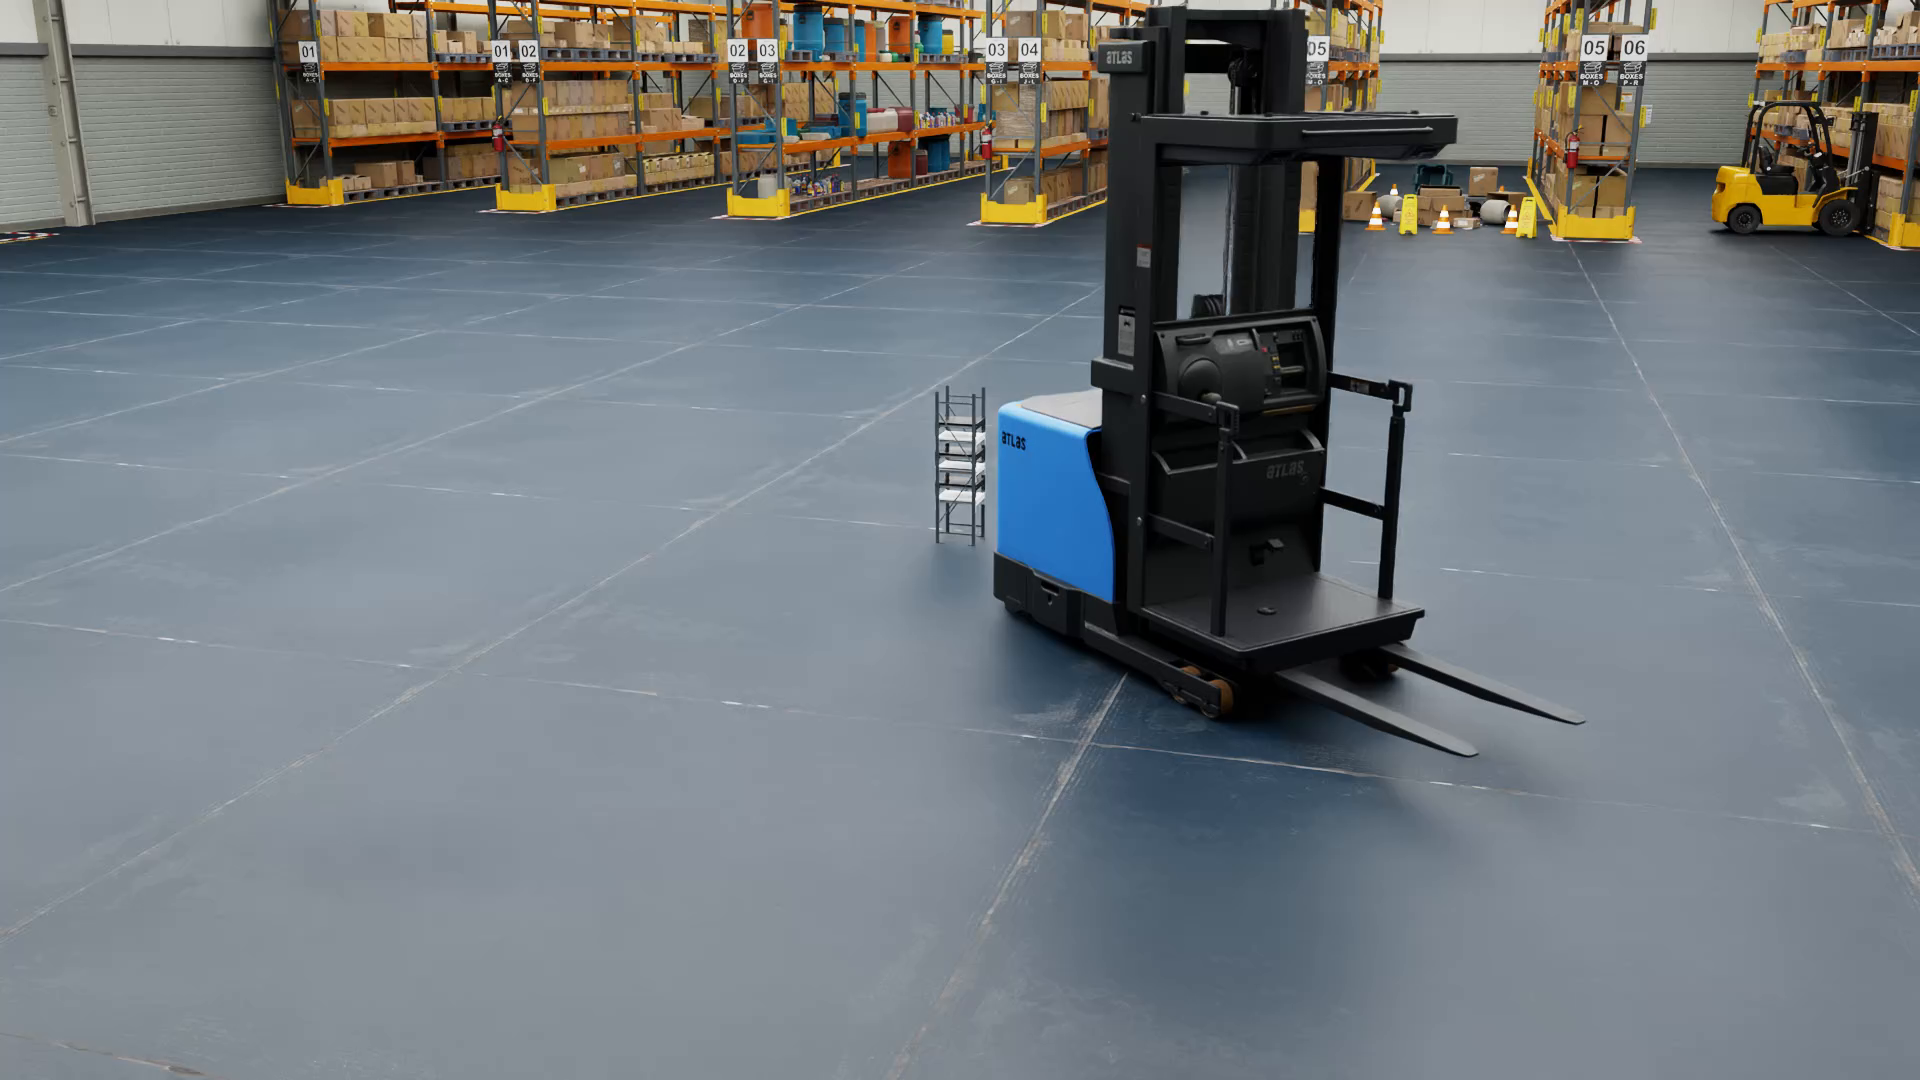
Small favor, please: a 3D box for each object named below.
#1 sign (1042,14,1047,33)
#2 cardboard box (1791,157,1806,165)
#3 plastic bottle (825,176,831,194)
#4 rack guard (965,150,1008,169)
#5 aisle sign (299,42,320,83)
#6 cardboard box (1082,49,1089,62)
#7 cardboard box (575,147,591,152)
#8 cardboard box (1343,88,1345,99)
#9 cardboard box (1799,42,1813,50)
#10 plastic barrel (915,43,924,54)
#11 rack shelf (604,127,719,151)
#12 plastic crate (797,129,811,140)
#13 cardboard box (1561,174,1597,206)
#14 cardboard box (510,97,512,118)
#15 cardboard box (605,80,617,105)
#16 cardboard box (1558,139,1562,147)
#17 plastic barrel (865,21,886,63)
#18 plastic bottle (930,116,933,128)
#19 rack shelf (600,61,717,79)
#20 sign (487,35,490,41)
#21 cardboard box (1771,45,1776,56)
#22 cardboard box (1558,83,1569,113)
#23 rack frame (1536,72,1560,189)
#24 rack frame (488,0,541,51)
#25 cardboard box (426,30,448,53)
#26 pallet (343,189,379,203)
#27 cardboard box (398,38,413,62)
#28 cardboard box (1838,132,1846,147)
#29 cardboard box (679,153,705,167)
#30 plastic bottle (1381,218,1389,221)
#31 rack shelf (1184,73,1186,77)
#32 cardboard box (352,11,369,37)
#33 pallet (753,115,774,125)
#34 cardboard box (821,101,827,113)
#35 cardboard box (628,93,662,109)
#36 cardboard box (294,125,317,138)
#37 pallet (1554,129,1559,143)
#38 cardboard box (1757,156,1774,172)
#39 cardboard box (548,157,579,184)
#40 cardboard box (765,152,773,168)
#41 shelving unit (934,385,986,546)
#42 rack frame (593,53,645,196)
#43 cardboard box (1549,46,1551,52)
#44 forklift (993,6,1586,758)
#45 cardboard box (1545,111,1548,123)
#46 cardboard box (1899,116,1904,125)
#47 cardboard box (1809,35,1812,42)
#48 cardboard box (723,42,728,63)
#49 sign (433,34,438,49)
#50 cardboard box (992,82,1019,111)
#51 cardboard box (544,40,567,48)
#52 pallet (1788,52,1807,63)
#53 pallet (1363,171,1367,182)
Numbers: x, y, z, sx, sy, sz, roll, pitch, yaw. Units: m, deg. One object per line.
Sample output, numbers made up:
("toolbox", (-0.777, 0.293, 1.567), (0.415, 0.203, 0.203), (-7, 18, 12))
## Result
("sign", (1.473, -9.022, 29.043), (0.100, 0.325, 0.005), (5, 16, 16))
("cardboard box", (17.957, -8.080, 35.441), (0.380, 0.149, 0.250), (5, 17, 18))
("plastic bottle", (-2.712, -7.243, 33.917), (0.144, 0.351, 0.185), (5, 16, 16))
("rack guard", (0.746, -10.576, 46.199), (1.175, 0.500, 0.348), (5, 16, 16))
("aisle sign", (-13.027, -9.562, 33.280), (0.394, 0.787, 0.004), (5, 16, 16))
("cardboard box", (2.211, -9.479, 32.529), (0.500, 0.250, 0.500), (5, 17, 18))
("cardboard box", (-10.194, -10.248, 43.632), (0.750, 0.750, 0.750), (5, 17, 18))
("cardboard box", (7.530, -9.029, 34.148), (0.700, 0.500, 0.500), (4, 16, 15))
("cardboard box", (17.746, -10.309, 34.688), (0.380, 0.149, 0.250), (5, 17, 17))
("plastic barrel", (-1.001, -11.508, 38.922), (0.294, 0.245, 0.294), (0, 16, 0))
("rack shelf", (-6.839, -9.194, 38.064), (1.077, 0.370, 4.000), (5, 16, 16))
("plastic crate", (-3.315, -8.196, 33.618), (0.450, 0.188, 0.662), (5, 16, 16))
("cardboard box", (10.432, -5.902, 28.037), (0.500, 0.500, 0.500), (5, 17, 16))
("cardboard box", (-11.145, -10.582, 40.652), (0.700, 0.500, 0.500), (3, 16, 9))
("cardboard box", (-7.669, -9.440, 35.053), (0.700, 0.500, 0.500), (5, 16, 16))
("cardboard box", (11.194, -7.301, 30.532), (0.380, 0.149, 0.250), (5, 16, 16))
("plastic barrel", (-1.964, -11.164, 37.277), (0.600, 0.901, 0.600), (0, 16, 0))
("plastic bottle", (-0.702, -10.035, 39.946), (0.097, 0.271, 0.097), (0, 16, 0))
("rack shelf", (-6.839, -10.637, 37.655), (1.077, 0.370, 4.000), (5, 16, 16))
("sign", (-11.551, -12.221, 40.831), (0.100, 0.325, 0.005), (5, 16, 16))
("cardboard box", (18.966, -11.249, 38.225), (0.500, 0.250, 0.500), (4, 16, 15))
("cardboard box", (10.588, -7.529, 28.314), (0.700, 0.500, 0.500), (4, 16, 15))
("rack frame", (13.865, -9.572, 38.079), (1.000, 3.000, 0.127), (5, 16, 16))
("rack frame", (-8.544, -10.856, 31.613), (1.000, 3.000, 0.127), (5, 16, 16))
("cardboard box", (-11.925, -11.230, 37.475), (0.500, 0.500, 0.500), (7, 17, 24))
("pallet", (-13.008, -7.241, 34.973), (1.003, 0.211, 1.213), (5, 16, 16))
("cardboard box", (-12.220, -10.618, 36.050), (0.500, 0.500, 0.500), (3, 16, 11))
("cardboard box", (16.381, -7.307, 30.369), (0.500, 0.250, 0.500), (5, 16, 16))
("cardboard box", (-6.324, -8.920, 39.021), (0.500, 0.311, 0.500), (4, 16, 15))
("plastic bottle", (7.669, -5.841, 30.312), (0.283, 0.061, 0.133), (-1, 16, -3))
("rack shelf", (4.932, -11.961, 42.322), (1.077, 0.370, 4.000), (5, 16, 16))
("cardboard box", (-12.626, -10.679, 34.434), (0.500, 0.500, 0.500), (5, 17, 17))
("pallet", (-5.465, -10.817, 42.819), (1.003, 0.211, 1.213), (5, 16, 16))
("cardboard box", (-4.007, -11.930, 46.209), (0.500, 0.500, 0.500), (5, 17, 16))
("cardboard box", (-9.079, -12.358, 47.353), (0.980, 0.700, 0.700), (4, 16, 15))
("cardboard box", (-13.347, -8.428, 34.285), (0.500, 0.250, 0.500), (5, 17, 17))
("pallet", (12.205, -7.912, 32.579), (1.003, 0.211, 1.213), (5, 16, 16))
("cardboard box", (18.970, -8.730, 38.923), (0.500, 0.500, 0.500), (5, 17, 17))
("cardboard box", (-8.038, -7.464, 33.543), (0.500, 0.500, 0.500), (5, 16, 16))
("cardboard box", (-5.148, -9.839, 42.794), (0.500, 0.500, 0.500), (5, 16, 16))
("shelving unit", (0.002, -0.435, 9.714), (0.258, 0.900, 0.210), (5, 16, 16))
("rack frame", (-7.407, -9.017, 36.121), (1.000, 3.000, 0.127), (5, 16, 16))
("cardboard box", (13.169, -10.801, 36.573), (0.380, 0.166, 0.250), (3, 16, 12))
("forklift", (1.376, -0.790, 7.244), (1.130, 2.935, 3.031), (-10, 18, -30))
("cardboard box", (12.890, -9.110, 35.810), (0.500, 0.250, 0.500), (4, 16, 14))
("cardboard box", (15.302, -6.717, 26.643), (0.380, 0.149, 0.250), (5, 16, 15))
("cardboard box", (17.671, -10.300, 34.147), (0.380, 0.149, 0.250), (5, 16, 16))
("cardboard box", (-6.034, -11.804, 40.270), (0.910, 0.500, 0.500), (5, 16, 16))
("sign", (-11.635, -11.052, 36.851), (0.100, 0.325, 0.005), (5, 16, 16))
("cardboard box", (0.872, -8.036, 30.104), (0.500, 0.500, 0.500), (5, 16, 16))
("cardboard box", (-8.040, -9.856, 33.017), (0.380, 0.149, 0.250), (5, 16, 16))
("pallet", (18.080, -10.104, 34.802), (1.213, 0.211, 1.003), (5, 16, 16))
("pallet", (9.592, -9.087, 41.478), (1.003, 0.211, 1.213), (5, 16, 16))
